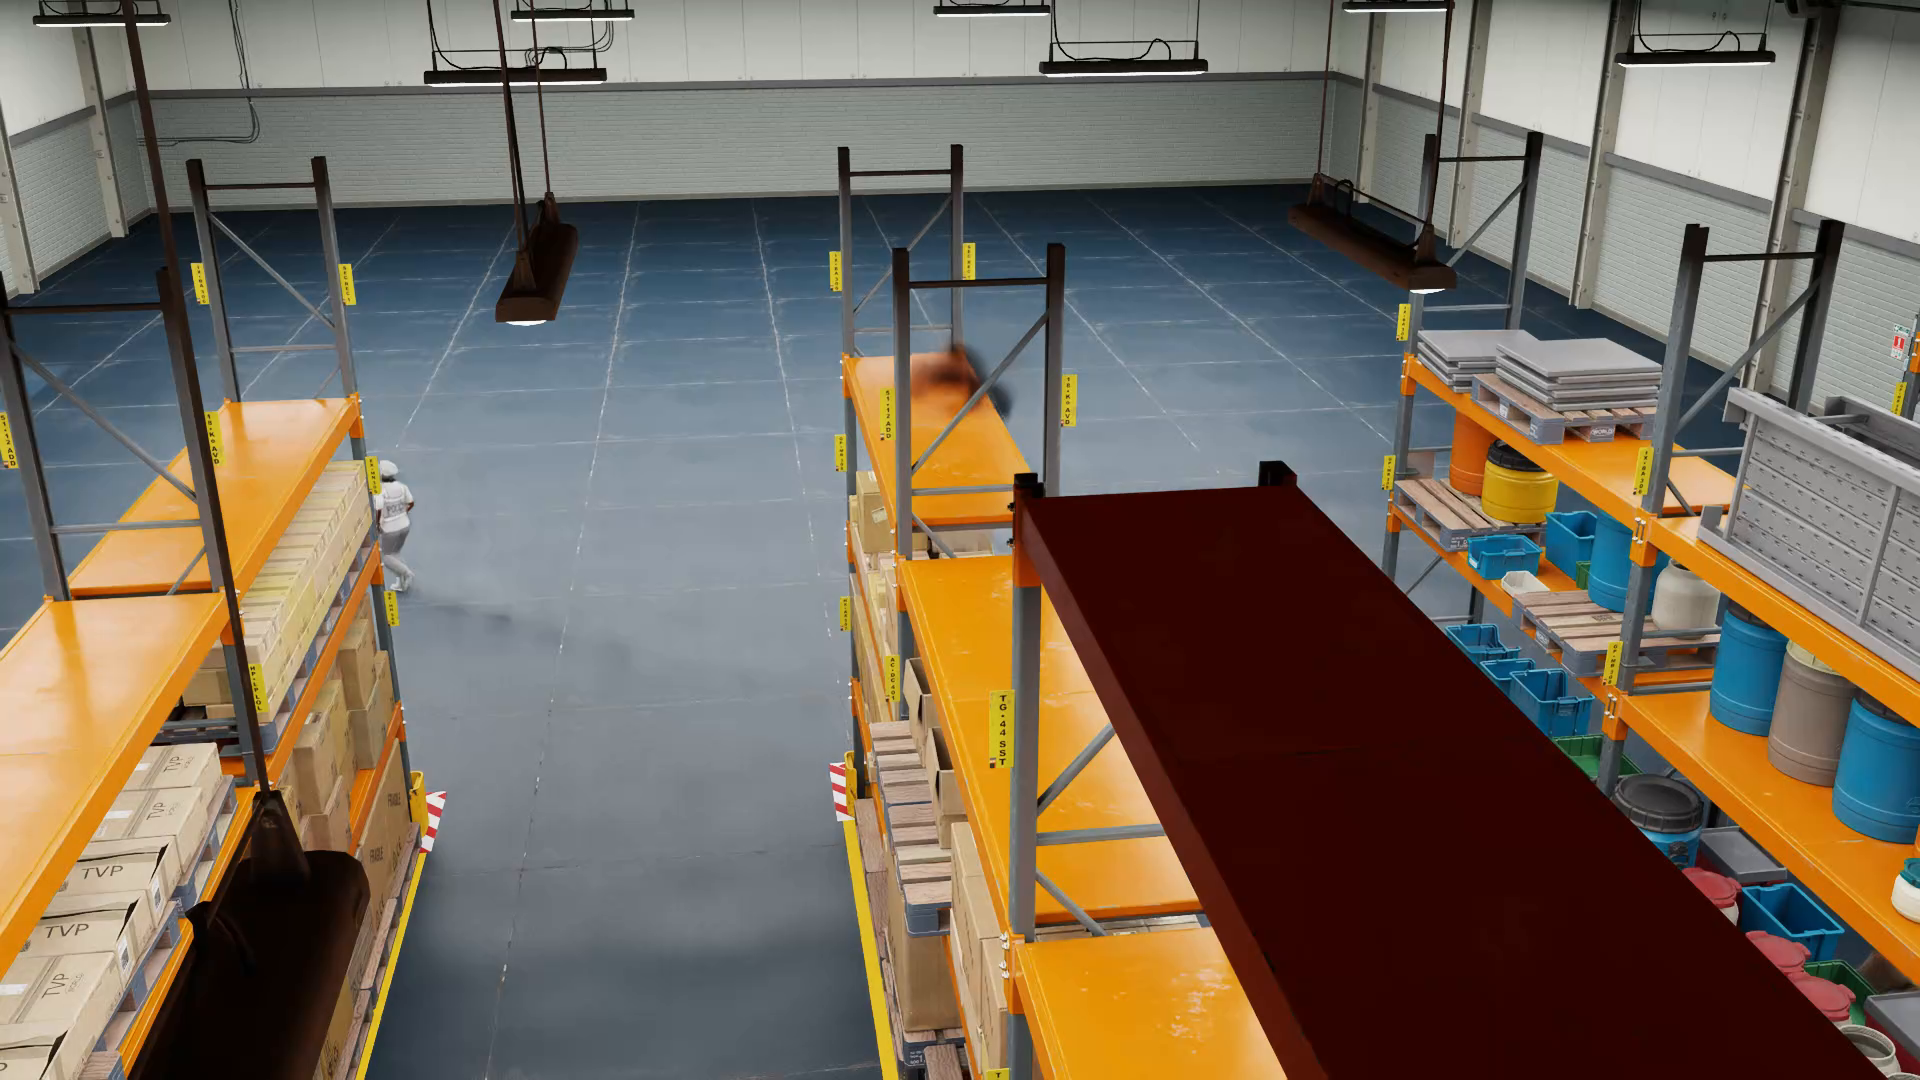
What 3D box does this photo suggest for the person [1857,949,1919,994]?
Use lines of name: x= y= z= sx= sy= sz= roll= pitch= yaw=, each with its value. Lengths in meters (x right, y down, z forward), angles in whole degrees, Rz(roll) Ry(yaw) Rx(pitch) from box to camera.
person: x=6.646 y=2.998 z=11.701 sx=0.647 sy=1.773 sz=0.823 roll=-4 pitch=22 yaw=-10

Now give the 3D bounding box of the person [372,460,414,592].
person: x=-6.717 y=-0.136 z=19.770 sx=0.582 sy=1.659 sz=0.608 roll=13 pitch=25 yaw=29
